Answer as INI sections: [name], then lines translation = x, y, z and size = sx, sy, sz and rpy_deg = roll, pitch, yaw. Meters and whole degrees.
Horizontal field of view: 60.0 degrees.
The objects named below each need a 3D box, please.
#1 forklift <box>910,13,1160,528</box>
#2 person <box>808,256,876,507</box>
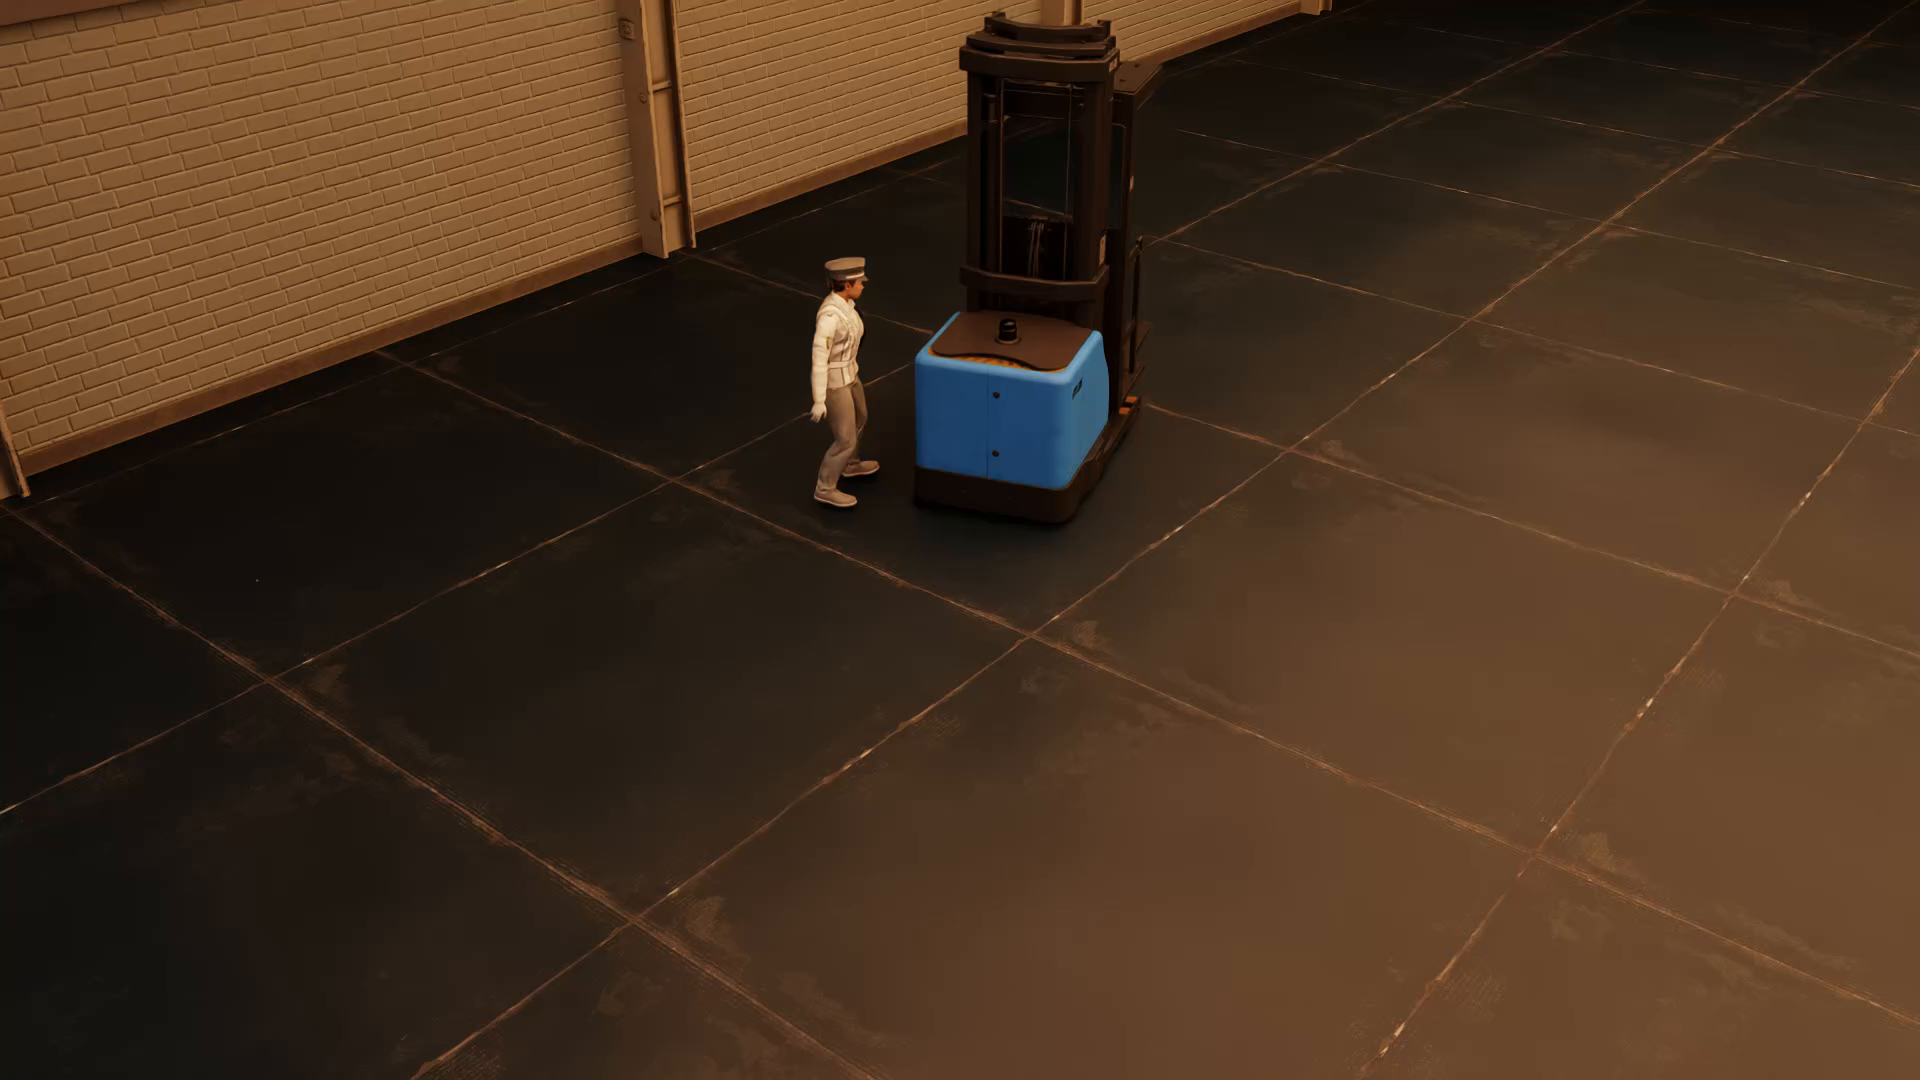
[forklift]
translation = 0.645, -2.069, 11.136
size = 1.130, 2.935, 3.031
rpy_deg = 10, 32, 17
[person]
translation = -0.771, -1.017, 10.545
size = 0.364, 1.639, 0.753
rpy_deg = 2, 30, 4
